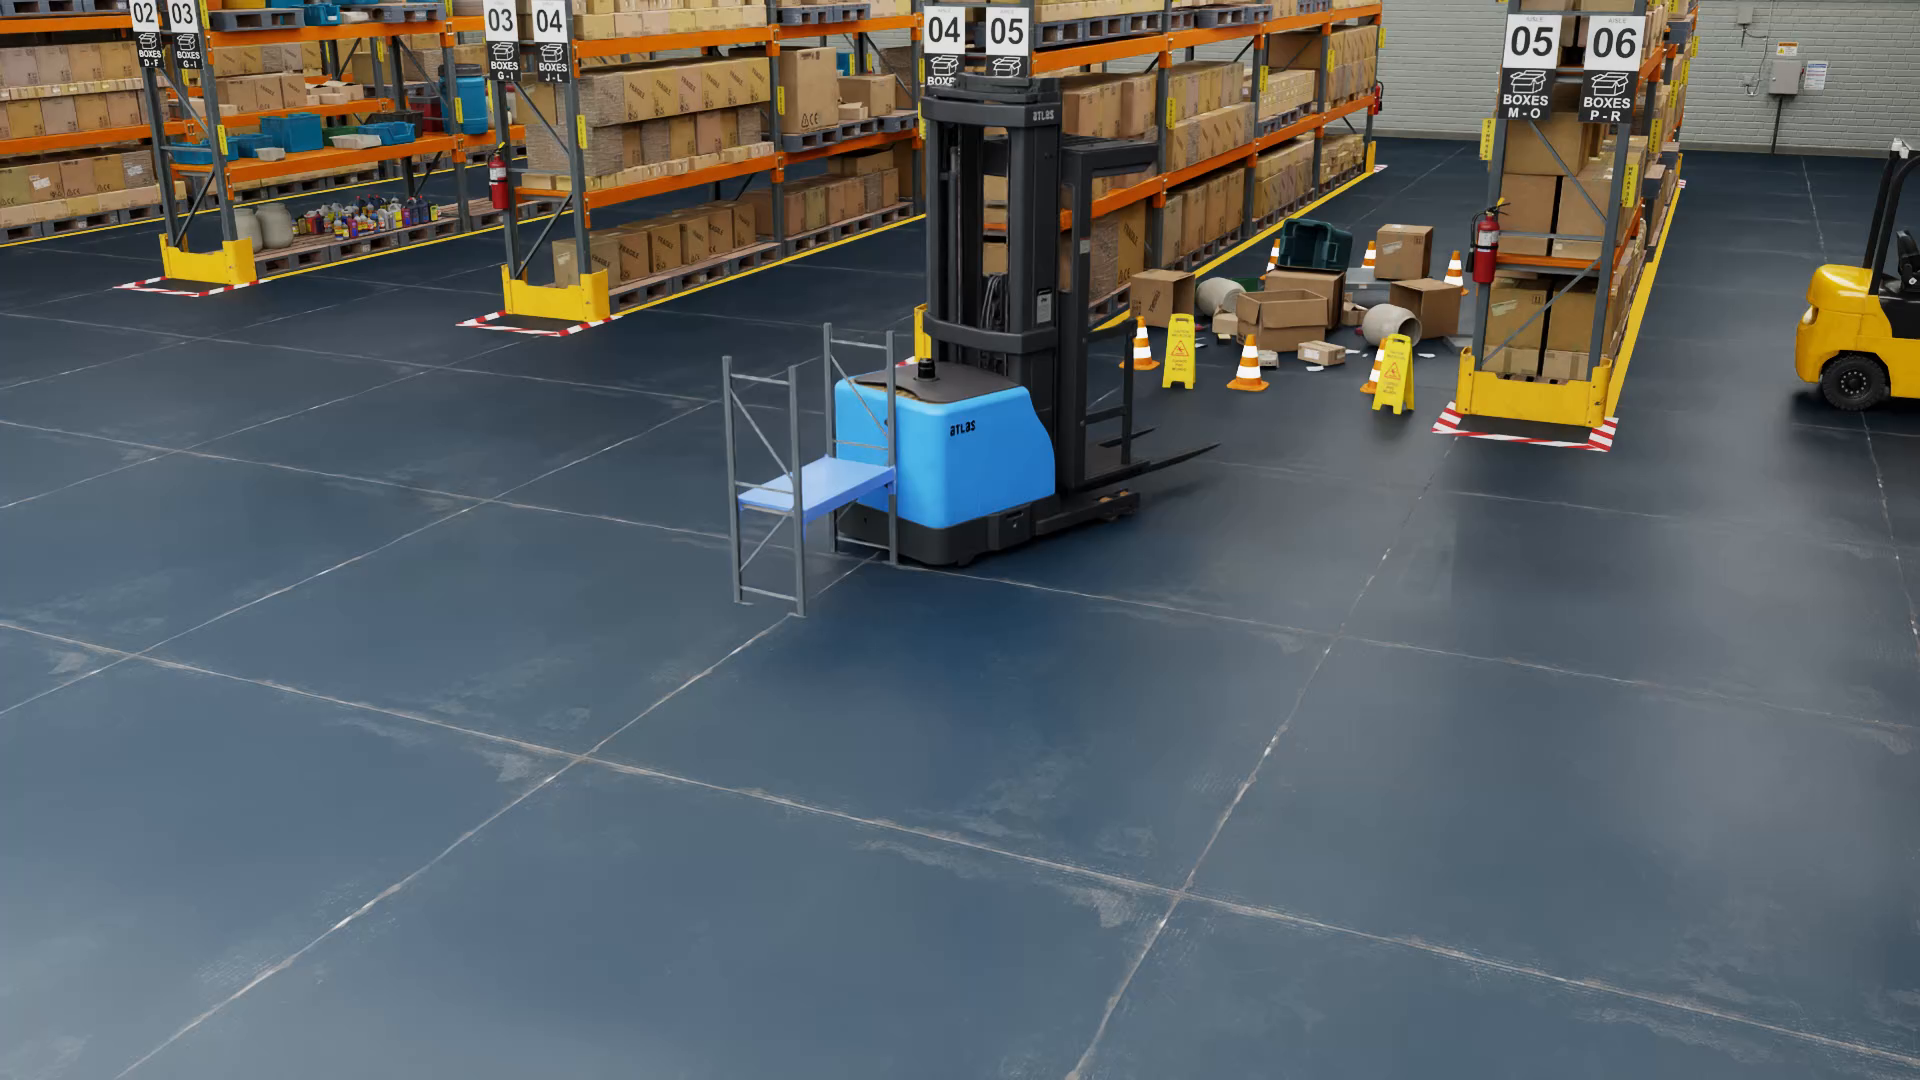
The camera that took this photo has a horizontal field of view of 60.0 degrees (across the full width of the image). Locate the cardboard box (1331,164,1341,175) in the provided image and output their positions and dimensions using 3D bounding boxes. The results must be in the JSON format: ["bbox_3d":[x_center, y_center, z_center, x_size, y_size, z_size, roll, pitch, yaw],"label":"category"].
[{"bbox_3d":[6.016,-6.072,27.193,0.380,0.149,0.250,8,21,21],"label":"cardboard box"}]

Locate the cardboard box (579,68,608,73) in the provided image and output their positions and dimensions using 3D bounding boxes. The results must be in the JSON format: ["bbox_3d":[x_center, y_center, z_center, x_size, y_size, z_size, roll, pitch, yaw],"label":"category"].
[{"bbox_3d":[-4.119,-4.805,17.918,0.500,0.500,0.500,9,21,23],"label":"cardboard box"}]

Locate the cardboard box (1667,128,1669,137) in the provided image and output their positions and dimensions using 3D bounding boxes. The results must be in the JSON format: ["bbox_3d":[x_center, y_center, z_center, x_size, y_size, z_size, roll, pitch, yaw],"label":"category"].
[{"bbox_3d":[9.042,-5.391,21.876,0.500,0.250,0.500,9,21,23],"label":"cardboard box"}]

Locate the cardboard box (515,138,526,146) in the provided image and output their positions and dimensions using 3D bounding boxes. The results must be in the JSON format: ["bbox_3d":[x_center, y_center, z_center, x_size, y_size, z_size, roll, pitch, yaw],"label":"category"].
[{"bbox_3d":[-8.381,-7.659,31.102,0.500,0.500,0.500,8,21,22],"label":"cardboard box"}]

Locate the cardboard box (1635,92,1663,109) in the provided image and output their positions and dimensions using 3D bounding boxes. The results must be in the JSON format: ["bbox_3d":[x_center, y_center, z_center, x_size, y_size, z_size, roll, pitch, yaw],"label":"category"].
[{"bbox_3d":[6.876,-4.440,16.789,0.380,0.149,0.250,8,21,22],"label":"cardboard box"}]

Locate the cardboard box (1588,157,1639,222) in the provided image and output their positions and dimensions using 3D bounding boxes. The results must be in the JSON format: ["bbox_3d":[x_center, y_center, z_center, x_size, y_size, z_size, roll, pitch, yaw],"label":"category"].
[{"bbox_3d":[5.587,-3.040,14.447,0.500,0.500,0.500,8,21,22],"label":"cardboard box"}]

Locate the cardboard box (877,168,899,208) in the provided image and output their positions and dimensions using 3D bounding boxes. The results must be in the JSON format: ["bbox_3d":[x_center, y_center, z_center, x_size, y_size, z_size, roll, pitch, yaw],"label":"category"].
[{"bbox_3d":[-1.298,-5.058,23.790,0.700,0.500,0.500,7,21,20],"label":"cardboard box"}]

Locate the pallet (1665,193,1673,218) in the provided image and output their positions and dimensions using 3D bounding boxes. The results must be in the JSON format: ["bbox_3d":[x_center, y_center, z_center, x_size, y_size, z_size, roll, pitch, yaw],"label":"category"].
[{"bbox_3d":[10.020,-5.007,24.734,1.003,0.211,1.213,9,21,23],"label":"pallet"}]

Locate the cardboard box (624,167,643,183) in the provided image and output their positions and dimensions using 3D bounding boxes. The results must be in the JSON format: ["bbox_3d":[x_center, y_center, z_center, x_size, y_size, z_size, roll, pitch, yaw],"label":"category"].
[{"bbox_3d":[-3.664,-3.954,17.986,0.380,0.149,0.250,9,21,23],"label":"cardboard box"}]

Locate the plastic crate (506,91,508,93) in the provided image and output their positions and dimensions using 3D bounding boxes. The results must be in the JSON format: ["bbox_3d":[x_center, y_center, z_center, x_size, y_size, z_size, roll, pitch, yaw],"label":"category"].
[{"bbox_3d":[-6.501,-6.494,24.658,0.402,0.464,0.583,9,21,23],"label":"plastic crate"}]

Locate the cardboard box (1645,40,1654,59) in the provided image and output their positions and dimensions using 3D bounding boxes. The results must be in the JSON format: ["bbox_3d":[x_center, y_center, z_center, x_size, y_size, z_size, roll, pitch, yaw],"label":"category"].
[{"bbox_3d":[5.681,-4.178,14.140,0.380,0.149,0.250,9,21,23],"label":"cardboard box"}]

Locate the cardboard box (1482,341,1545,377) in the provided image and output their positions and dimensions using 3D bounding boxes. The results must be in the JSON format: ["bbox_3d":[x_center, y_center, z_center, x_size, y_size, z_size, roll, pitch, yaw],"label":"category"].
[{"bbox_3d":[4.819,-1.625,14.538,0.500,0.250,0.500,8,21,22],"label":"cardboard box"}]

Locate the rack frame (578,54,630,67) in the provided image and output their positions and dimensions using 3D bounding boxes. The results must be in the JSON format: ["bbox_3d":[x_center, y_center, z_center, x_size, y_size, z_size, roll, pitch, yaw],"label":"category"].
[{"bbox_3d":[-5.561,-6.916,25.939,1.000,3.000,0.127,9,21,23],"label":"rack frame"}]

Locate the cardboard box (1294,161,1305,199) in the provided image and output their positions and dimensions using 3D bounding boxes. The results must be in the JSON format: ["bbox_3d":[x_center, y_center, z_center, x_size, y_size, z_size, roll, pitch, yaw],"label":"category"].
[{"bbox_3d":[4.796,-5.350,24.640,0.500,0.500,0.500,8,21,21],"label":"cardboard box"}]

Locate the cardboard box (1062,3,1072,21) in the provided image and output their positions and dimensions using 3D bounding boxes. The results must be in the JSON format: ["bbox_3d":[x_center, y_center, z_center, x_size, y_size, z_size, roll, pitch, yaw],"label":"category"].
[{"bbox_3d":[0.805,-4.835,15.209,0.380,0.149,0.250,9,21,23],"label":"cardboard box"}]

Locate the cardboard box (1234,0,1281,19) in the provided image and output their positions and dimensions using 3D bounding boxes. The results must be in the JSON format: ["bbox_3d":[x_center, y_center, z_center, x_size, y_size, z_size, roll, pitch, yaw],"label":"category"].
[{"bbox_3d":[3.918,-7.123,21.897,0.500,0.500,0.500,9,21,23],"label":"cardboard box"}]

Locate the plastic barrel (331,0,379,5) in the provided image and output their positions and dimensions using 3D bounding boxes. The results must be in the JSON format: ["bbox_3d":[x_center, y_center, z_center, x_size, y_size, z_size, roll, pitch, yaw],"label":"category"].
[{"bbox_3d":[-7.704,-7.251,21.030,0.600,0.901,0.708,9,21,23],"label":"plastic barrel"}]

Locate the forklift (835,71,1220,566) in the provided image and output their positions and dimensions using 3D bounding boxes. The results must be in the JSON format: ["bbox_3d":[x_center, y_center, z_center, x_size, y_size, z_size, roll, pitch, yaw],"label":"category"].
[{"bbox_3d":[0.598,-1.618,11.144,3.031,2.935,1.130,-18,26,-40],"label":"forklift"}]

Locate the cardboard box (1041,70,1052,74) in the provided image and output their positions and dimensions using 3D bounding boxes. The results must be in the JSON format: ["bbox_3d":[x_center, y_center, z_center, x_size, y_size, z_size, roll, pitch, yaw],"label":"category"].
[{"bbox_3d":[1.234,-8.143,28.050,0.500,0.500,0.500,9,21,23],"label":"cardboard box"}]

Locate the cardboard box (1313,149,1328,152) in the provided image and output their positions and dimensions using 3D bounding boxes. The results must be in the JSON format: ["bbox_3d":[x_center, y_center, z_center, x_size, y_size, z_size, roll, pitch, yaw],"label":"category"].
[{"bbox_3d":[5.635,-6.120,26.440,0.380,0.149,0.250,8,21,22],"label":"cardboard box"}]

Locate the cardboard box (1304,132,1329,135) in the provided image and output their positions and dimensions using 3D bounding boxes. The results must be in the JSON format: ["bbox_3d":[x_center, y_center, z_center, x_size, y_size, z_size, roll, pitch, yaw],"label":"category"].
[{"bbox_3d":[6.193,-6.992,28.893,0.380,0.149,0.250,8,21,20],"label":"cardboard box"}]

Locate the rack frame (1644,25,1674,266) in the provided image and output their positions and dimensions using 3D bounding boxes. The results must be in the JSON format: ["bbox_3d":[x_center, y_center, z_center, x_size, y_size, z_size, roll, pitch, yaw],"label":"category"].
[{"bbox_3d":[7.999,-4.877,20.205,1.000,3.000,0.127,9,21,23],"label":"rack frame"}]

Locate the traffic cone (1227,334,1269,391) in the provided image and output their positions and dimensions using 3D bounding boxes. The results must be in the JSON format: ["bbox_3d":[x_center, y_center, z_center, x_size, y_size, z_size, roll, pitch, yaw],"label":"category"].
[{"bbox_3d":[2.570,-1.593,14.757,0.336,0.463,0.334,9,21,23],"label":"traffic cone"}]

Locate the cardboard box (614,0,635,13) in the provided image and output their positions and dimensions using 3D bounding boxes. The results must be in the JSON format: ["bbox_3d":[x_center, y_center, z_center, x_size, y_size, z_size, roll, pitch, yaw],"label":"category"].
[{"bbox_3d":[-3.632,-5.607,17.412,0.380,0.149,0.250,9,22,25],"label":"cardboard box"}]

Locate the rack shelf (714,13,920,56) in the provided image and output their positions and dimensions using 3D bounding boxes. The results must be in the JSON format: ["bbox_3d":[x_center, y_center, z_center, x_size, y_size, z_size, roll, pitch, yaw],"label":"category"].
[{"bbox_3d":[-1.861,-6.699,21.927,1.077,0.370,4.000,9,21,23],"label":"rack shelf"}]

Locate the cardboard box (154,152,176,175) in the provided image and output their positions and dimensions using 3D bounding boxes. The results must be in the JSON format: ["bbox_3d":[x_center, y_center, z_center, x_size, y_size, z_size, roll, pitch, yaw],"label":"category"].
[{"bbox_3d":[-11.812,-5.704,25.170,0.500,0.311,0.500,9,21,23],"label":"cardboard box"}]

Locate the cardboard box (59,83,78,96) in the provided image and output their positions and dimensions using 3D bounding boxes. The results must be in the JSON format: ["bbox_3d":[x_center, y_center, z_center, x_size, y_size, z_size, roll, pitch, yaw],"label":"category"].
[{"bbox_3d":[-12.259,-6.145,22.653,0.380,0.149,0.250,9,22,24],"label":"cardboard box"}]

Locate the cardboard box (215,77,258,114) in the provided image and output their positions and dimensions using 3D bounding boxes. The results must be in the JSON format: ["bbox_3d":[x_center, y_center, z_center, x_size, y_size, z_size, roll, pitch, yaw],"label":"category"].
[{"bbox_3d":[-11.171,-6.815,25.505,0.500,0.500,0.500,10,22,27],"label":"cardboard box"}]

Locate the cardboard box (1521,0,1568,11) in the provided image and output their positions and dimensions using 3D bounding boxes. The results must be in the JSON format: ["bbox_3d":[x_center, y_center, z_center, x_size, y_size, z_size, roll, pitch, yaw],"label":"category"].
[{"bbox_3d":[4.592,-4.246,13.139,0.380,0.149,0.250,9,21,23],"label":"cardboard box"}]

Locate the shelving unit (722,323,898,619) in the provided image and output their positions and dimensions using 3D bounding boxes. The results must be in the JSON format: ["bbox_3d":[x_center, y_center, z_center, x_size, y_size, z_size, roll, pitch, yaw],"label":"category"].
[{"bbox_3d":[-0.869,-0.441,9.970,0.538,1.500,1.048,11,22,28],"label":"shelving unit"}]

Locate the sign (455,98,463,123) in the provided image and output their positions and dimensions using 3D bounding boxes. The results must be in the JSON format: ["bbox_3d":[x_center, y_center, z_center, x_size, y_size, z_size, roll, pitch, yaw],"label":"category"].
[{"bbox_3d":[-6.701,-5.745,22.233,0.100,0.325,0.005,9,21,23],"label":"sign"}]

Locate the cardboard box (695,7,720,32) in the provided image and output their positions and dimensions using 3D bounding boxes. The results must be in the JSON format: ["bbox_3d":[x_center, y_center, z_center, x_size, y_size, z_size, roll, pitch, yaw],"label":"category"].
[{"bbox_3d":[-3.056,-5.866,18.735,0.500,0.250,0.500,8,21,22],"label":"cardboard box"}]

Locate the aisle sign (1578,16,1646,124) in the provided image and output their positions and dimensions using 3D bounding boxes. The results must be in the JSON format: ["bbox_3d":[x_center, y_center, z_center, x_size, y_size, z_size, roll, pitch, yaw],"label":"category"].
[{"bbox_3d":[4.981,-3.594,12.720,0.394,0.787,0.004,9,21,23],"label":"aisle sign"}]

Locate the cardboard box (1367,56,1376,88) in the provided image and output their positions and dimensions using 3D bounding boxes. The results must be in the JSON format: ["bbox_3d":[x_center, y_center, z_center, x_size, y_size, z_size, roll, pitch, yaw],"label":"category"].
[{"bbox_3d":[6.768,-7.985,28.352,0.500,0.500,0.500,9,21,24],"label":"cardboard box"}]

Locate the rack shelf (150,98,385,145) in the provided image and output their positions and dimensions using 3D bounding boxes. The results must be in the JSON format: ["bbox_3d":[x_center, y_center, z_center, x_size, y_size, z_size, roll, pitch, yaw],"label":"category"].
[{"bbox_3d":[-10.897,-6.646,26.255,1.077,0.370,4.000,9,21,23],"label":"rack shelf"}]

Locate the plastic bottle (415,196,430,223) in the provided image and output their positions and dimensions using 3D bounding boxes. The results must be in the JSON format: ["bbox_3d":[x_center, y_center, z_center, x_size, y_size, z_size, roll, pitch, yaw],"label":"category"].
[{"bbox_3d":[-7.199,-4.416,22.206,0.144,0.351,0.185,8,21,21],"label":"plastic bottle"}]

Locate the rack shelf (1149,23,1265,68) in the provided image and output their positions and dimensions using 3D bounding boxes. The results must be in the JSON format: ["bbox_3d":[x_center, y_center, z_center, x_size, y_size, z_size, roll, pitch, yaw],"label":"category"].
[{"bbox_3d":[2.623,-5.988,19.926,1.077,0.370,4.000,9,21,23],"label":"rack shelf"}]

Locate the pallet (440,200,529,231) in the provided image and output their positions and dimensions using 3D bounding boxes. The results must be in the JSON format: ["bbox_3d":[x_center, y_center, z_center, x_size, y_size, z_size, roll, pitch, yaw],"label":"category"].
[{"bbox_3d":[-6.912,-4.625,23.658,1.003,0.211,1.213,9,21,23],"label":"pallet"}]

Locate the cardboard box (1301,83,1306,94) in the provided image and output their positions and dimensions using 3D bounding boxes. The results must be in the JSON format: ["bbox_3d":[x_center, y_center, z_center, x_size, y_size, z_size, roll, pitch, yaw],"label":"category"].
[{"bbox_3d":[4.886,-6.663,24.531,0.380,0.149,0.250,10,22,25],"label":"cardboard box"}]

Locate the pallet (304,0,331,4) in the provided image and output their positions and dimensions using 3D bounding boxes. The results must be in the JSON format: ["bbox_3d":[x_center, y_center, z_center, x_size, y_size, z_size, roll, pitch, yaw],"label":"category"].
[{"bbox_3d":[-10.274,-8.701,26.765,1.213,0.211,1.003,10,22,25],"label":"pallet"}]

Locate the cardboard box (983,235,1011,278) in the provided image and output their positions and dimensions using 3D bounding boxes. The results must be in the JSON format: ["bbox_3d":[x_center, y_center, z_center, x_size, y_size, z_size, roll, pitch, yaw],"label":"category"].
[{"bbox_3d":[0.383,-2.493,16.045,0.875,0.875,0.875,9,21,23],"label":"cardboard box"}]

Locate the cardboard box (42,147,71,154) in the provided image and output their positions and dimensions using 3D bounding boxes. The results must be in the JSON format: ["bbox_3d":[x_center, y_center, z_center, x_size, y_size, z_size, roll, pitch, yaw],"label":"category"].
[{"bbox_3d":[-15.539,-6.625,28.194,0.700,0.500,0.500,9,21,23],"label":"cardboard box"}]

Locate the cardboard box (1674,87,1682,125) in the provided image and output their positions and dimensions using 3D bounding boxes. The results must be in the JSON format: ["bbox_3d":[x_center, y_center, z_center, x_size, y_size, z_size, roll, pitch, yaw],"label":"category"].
[{"bbox_3d":[10.068,-6.254,23.929,0.500,0.500,0.500,9,22,24],"label":"cardboard box"}]

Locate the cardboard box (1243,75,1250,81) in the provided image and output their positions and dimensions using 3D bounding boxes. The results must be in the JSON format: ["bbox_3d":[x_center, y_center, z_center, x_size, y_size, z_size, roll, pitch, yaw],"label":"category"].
[{"bbox_3d":[3.970,-6.655,24.065,0.380,0.149,0.250,9,22,25],"label":"cardboard box"}]

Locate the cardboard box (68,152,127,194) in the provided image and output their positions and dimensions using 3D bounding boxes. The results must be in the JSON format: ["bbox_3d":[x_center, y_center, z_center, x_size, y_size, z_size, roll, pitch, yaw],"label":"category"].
[{"bbox_3d":[-12.123,-5.153,23.340,0.500,0.500,0.500,9,21,23],"label":"cardboard box"}]

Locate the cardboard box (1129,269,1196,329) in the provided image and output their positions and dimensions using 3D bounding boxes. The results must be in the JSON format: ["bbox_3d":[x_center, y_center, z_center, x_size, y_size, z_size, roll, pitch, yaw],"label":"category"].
[{"bbox_3d":[2.104,-2.510,17.278,0.500,0.500,0.500,13,23,32],"label":"cardboard box"}]

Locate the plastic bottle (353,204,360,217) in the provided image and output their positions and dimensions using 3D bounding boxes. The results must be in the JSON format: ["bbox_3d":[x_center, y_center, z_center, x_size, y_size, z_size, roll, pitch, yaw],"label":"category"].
[{"bbox_3d":[-8.011,-4.317,22.047,0.097,0.271,0.097,0,20,0],"label":"plastic bottle"}]

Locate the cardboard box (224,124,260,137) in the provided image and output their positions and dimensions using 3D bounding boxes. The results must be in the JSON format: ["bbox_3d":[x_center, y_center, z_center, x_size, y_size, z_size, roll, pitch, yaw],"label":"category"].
[{"bbox_3d":[-13.813,-7.934,31.383,0.750,0.750,0.750,8,21,22],"label":"cardboard box"}]

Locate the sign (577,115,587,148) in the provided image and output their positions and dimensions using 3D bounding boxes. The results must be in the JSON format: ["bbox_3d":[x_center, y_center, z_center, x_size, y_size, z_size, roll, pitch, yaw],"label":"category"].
[{"bbox_3d":[-3.823,-4.124,16.797,0.100,0.325,0.005,9,21,23],"label":"sign"}]

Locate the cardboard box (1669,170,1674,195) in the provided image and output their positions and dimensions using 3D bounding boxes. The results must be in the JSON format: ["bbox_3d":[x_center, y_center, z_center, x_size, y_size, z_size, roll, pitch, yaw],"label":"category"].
[{"bbox_3d":[10.358,-5.541,25.270,0.875,0.438,0.875,8,21,21],"label":"cardboard box"}]

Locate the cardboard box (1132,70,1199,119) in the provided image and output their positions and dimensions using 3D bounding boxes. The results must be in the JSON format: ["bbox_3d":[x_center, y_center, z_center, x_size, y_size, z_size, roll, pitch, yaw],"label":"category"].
[{"bbox_3d":[2.418,-5.285,19.711,0.700,0.500,0.500,9,21,23],"label":"cardboard box"}]

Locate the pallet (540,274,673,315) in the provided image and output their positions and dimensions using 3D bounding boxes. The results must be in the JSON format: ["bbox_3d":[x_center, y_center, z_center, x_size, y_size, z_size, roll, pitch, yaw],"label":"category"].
[{"bbox_3d":[-3.922,-2.744,18.369,1.003,0.211,1.213,9,21,23],"label":"pallet"}]

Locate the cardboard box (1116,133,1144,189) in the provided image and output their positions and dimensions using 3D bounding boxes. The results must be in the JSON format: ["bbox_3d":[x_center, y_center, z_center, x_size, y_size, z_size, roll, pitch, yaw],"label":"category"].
[{"bbox_3d":[1.459,-4.087,17.761,0.875,0.550,0.550,9,21,23],"label":"cardboard box"}]

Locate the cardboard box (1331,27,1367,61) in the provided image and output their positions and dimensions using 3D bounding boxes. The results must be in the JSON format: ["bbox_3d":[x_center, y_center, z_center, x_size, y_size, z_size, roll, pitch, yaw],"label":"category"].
[{"bbox_3d":[6.345,-8.140,27.295,0.500,0.500,0.500,10,22,25],"label":"cardboard box"}]

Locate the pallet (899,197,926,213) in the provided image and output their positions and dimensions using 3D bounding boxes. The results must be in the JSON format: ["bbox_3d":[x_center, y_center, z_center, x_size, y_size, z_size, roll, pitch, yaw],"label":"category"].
[{"bbox_3d":[-0.650,-5.153,25.144,1.003,0.211,1.213,9,21,23],"label":"pallet"}]

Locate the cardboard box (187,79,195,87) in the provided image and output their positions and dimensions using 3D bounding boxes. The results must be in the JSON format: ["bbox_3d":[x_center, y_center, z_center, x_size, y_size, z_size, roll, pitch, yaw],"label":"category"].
[{"bbox_3d":[-14.142,-8.311,30.207,0.380,0.149,0.250,9,21,23],"label":"cardboard box"}]
